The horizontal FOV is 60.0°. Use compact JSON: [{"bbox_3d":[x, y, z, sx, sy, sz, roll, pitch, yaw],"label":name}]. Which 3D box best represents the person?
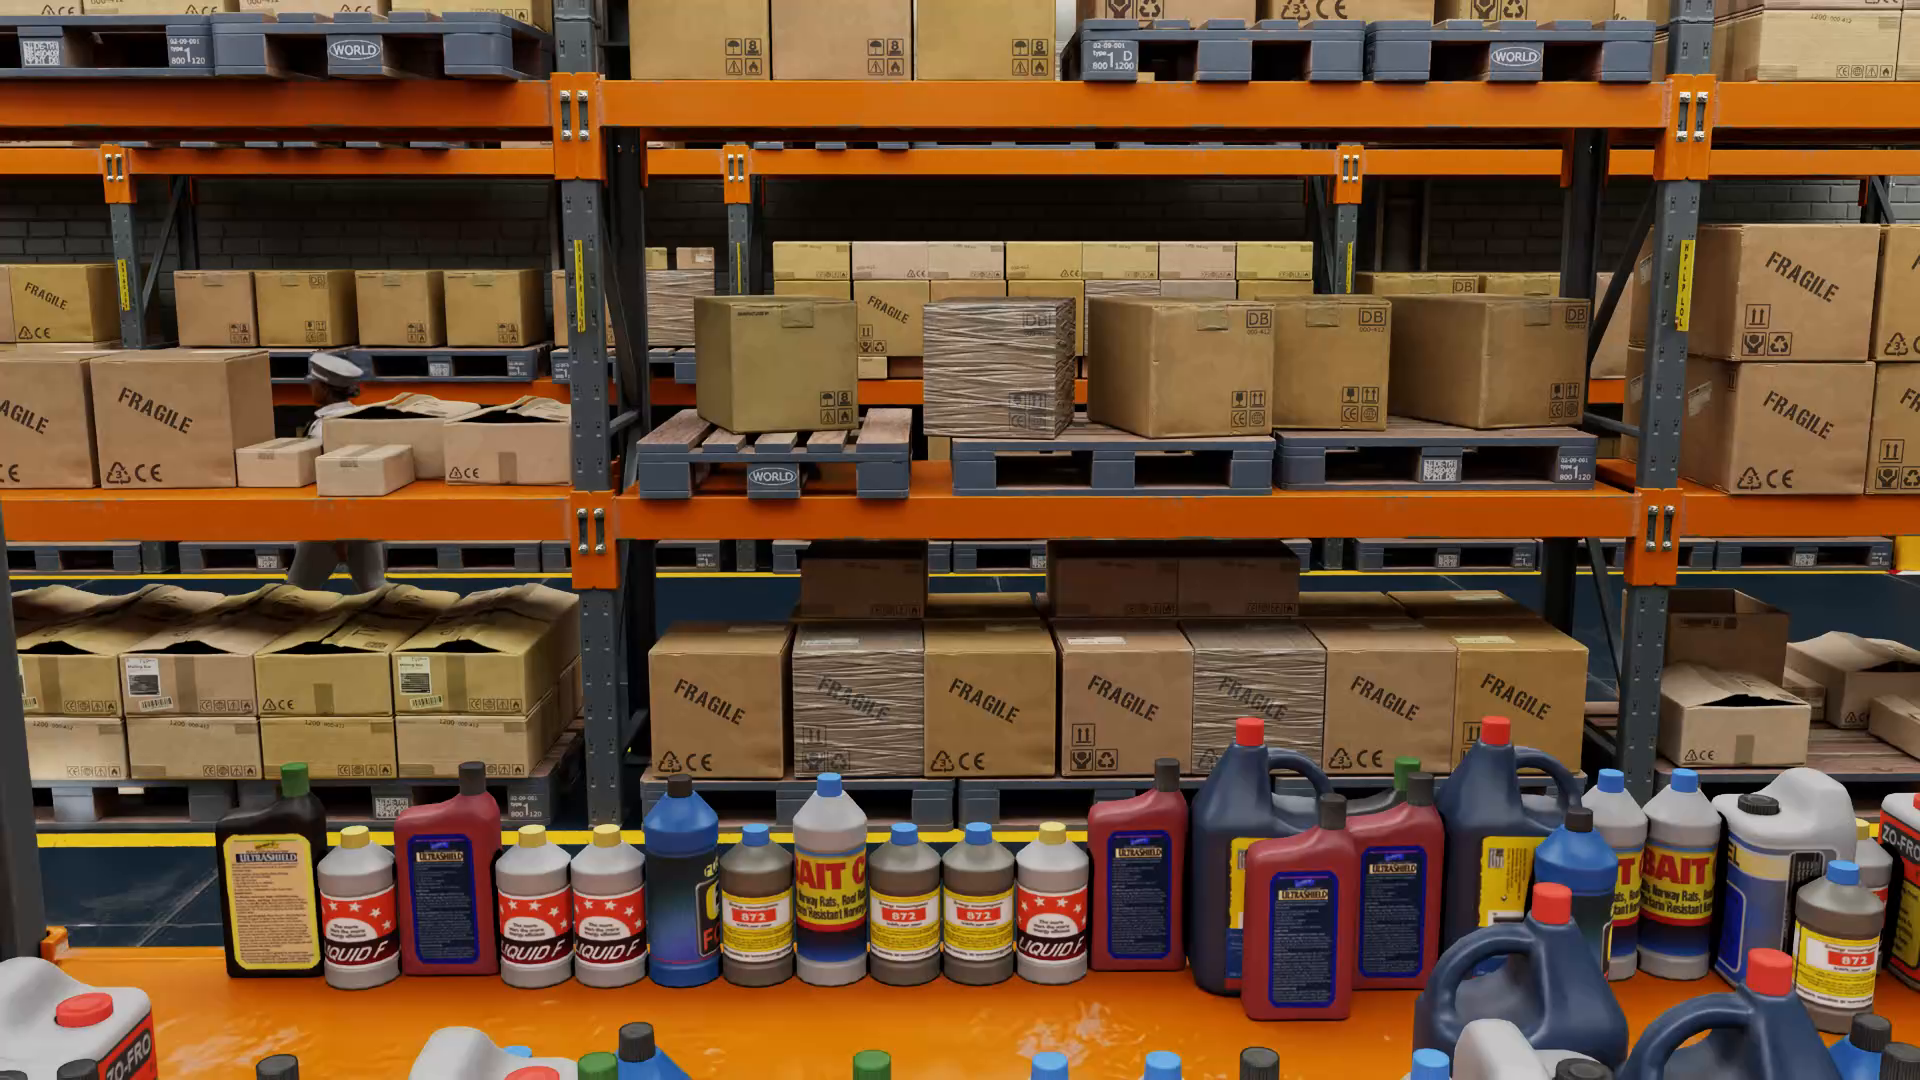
[{"bbox_3d":[-3.216,-0.109,8.399,0.860,1.676,0.484,1,10,3],"label":"person"}]
